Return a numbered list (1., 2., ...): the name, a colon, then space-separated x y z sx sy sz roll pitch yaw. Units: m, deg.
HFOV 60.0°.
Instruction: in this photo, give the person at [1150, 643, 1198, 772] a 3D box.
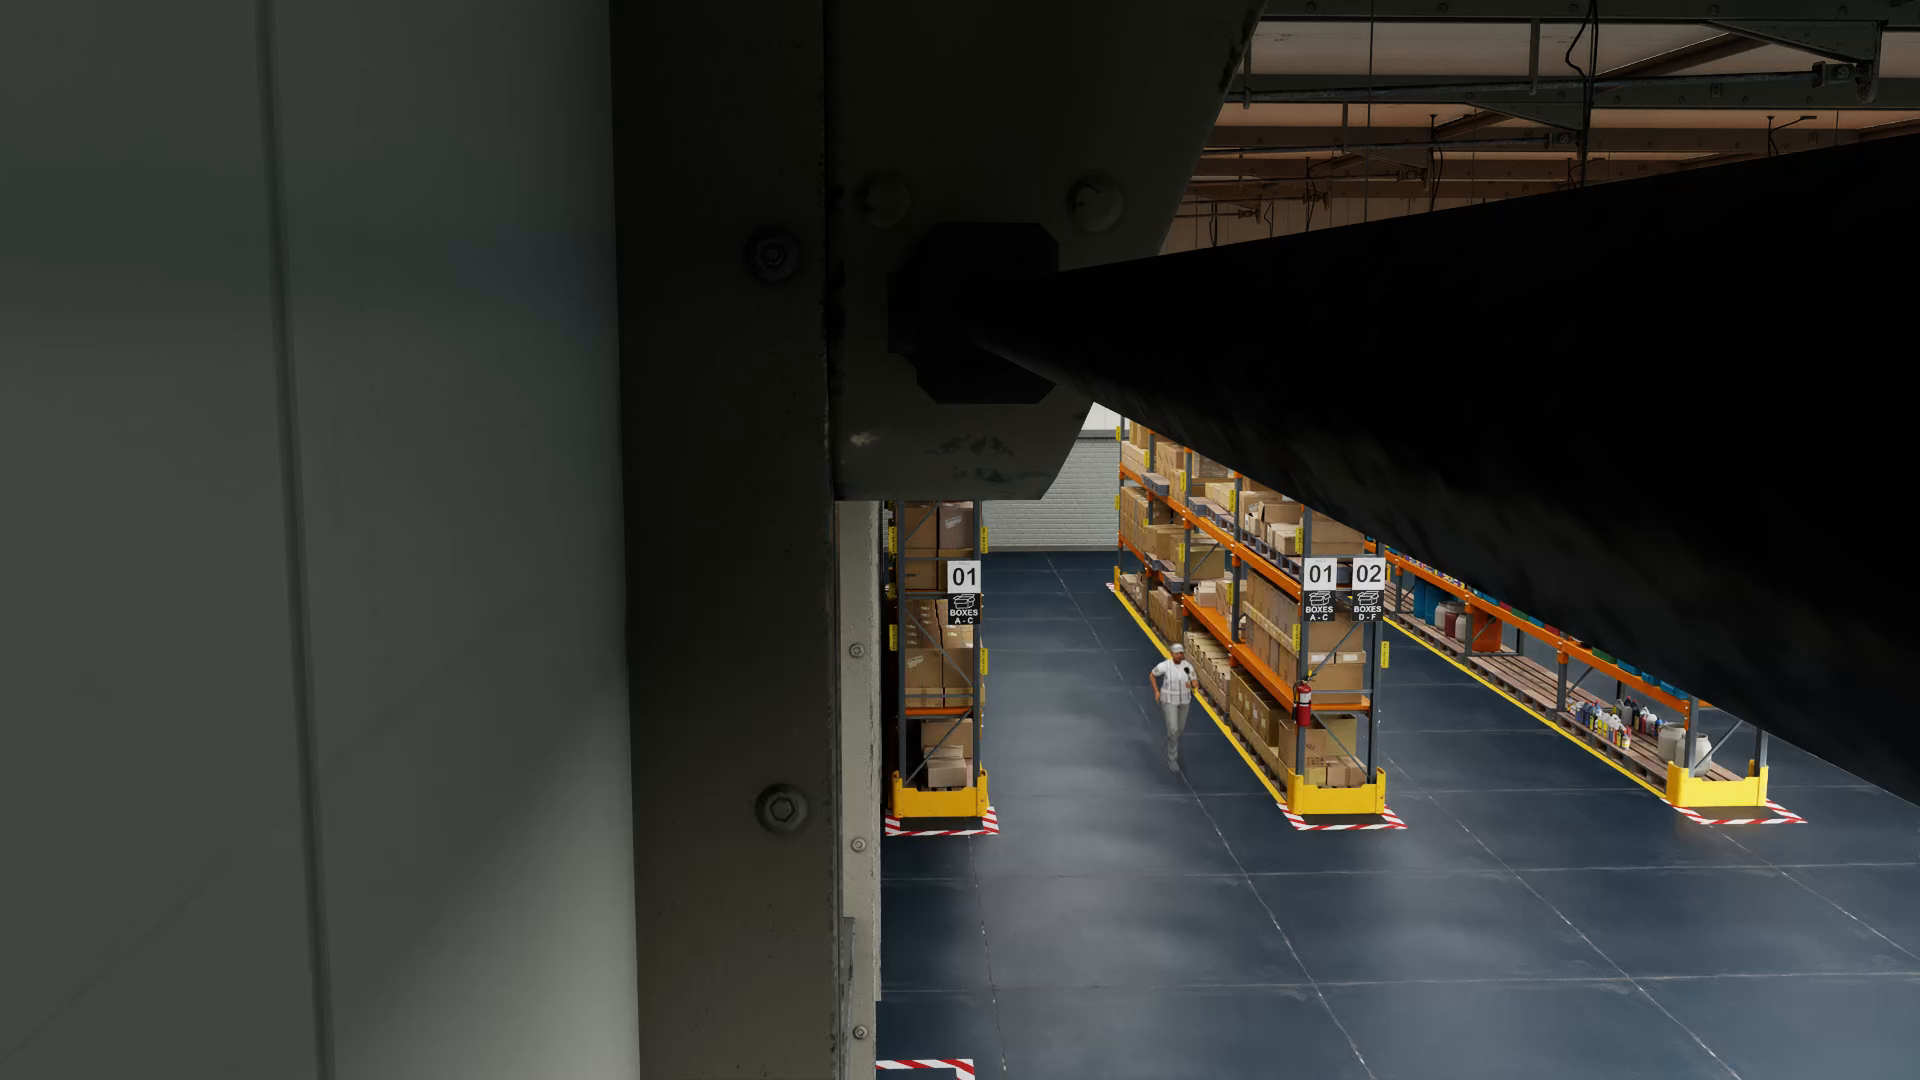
1. person: 2.936 2.253 22.718 0.580 1.727 0.770 -2 9 -16
